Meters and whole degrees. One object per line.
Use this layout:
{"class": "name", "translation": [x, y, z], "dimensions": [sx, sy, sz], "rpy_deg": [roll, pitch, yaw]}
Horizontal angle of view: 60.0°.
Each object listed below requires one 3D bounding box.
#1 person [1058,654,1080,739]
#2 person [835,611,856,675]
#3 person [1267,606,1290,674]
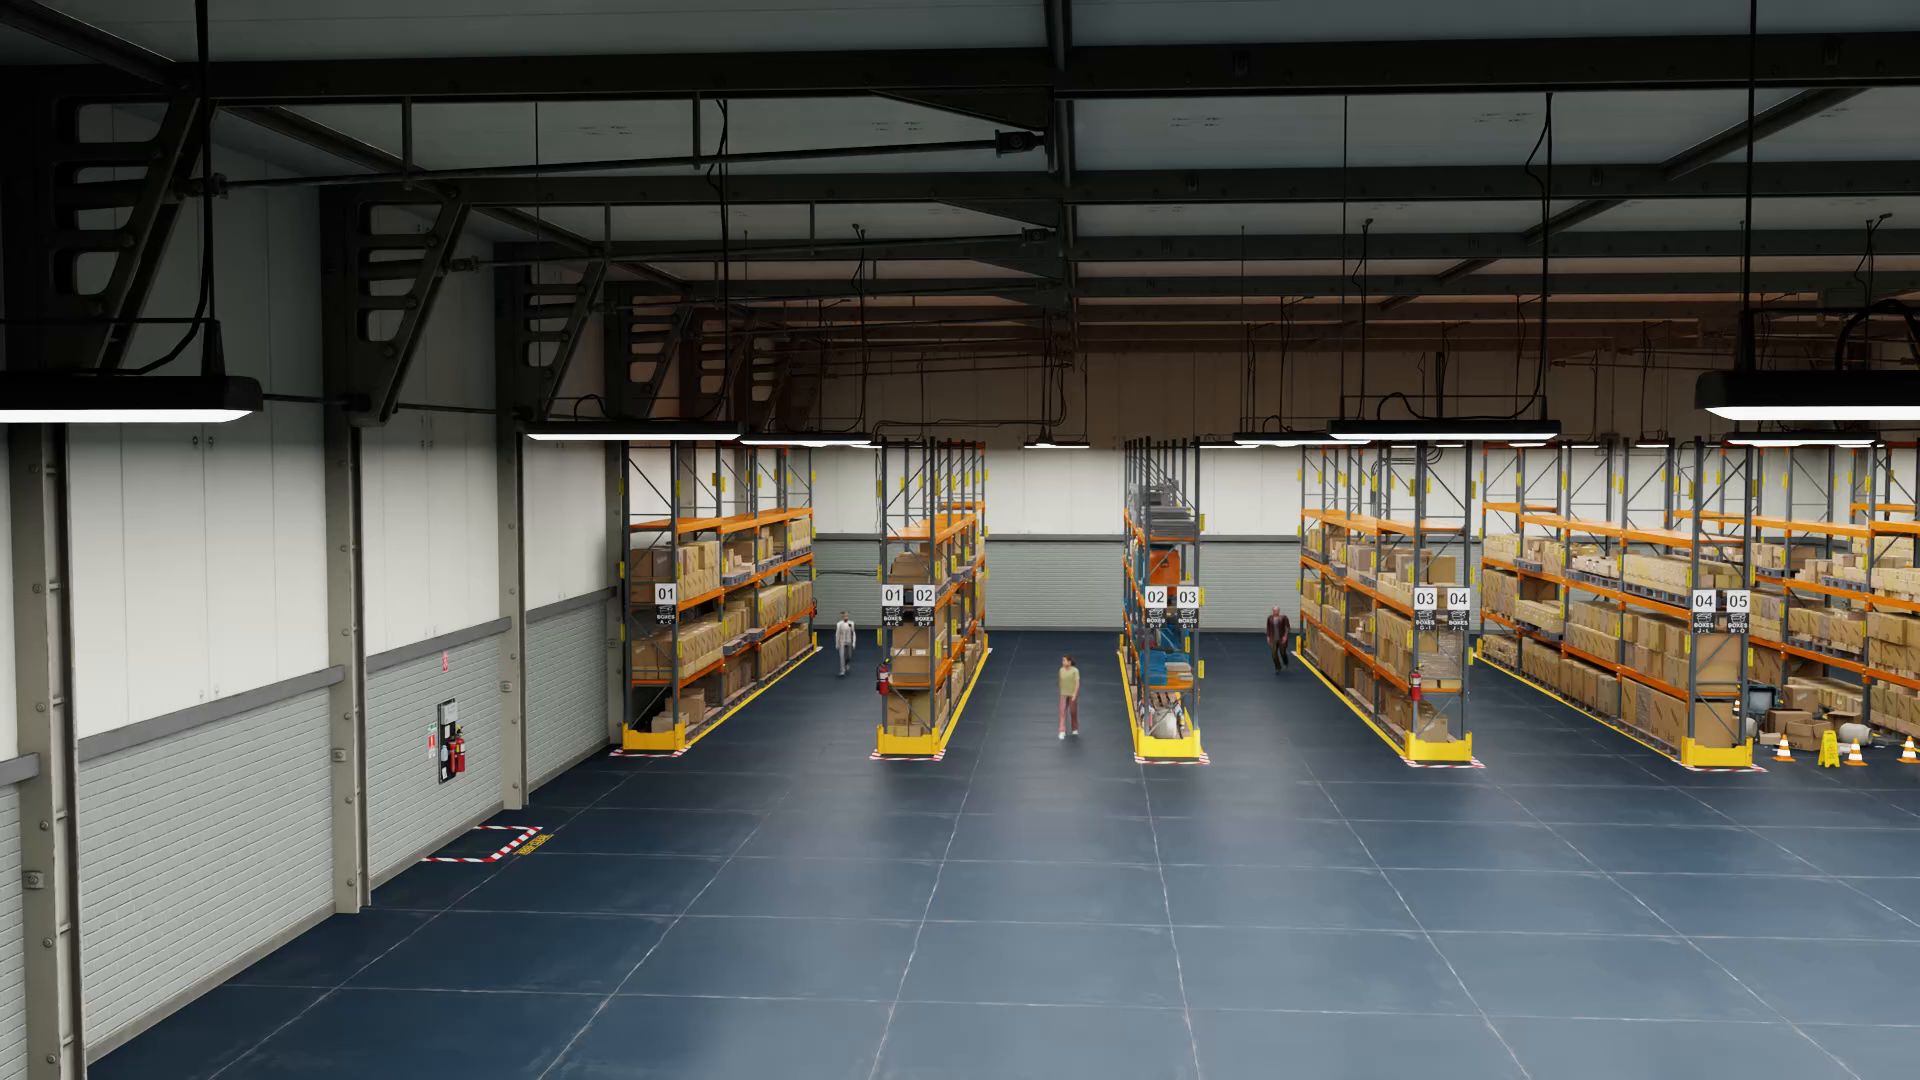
{"class": "person", "translation": [2.151, 3.104, 33.198], "dimensions": [0.470, 1.637, 0.894], "rpy_deg": [1, 3, 22]}
{"class": "person", "translation": [-2.943, 2.617, 42.687], "dimensions": [0.516, 1.633, 0.929], "rpy_deg": [-1, 3, -13]}
{"class": "person", "translation": [8.254, 2.608, 42.986], "dimensions": [0.641, 1.651, 0.751], "rpy_deg": [1, 3, 26]}
